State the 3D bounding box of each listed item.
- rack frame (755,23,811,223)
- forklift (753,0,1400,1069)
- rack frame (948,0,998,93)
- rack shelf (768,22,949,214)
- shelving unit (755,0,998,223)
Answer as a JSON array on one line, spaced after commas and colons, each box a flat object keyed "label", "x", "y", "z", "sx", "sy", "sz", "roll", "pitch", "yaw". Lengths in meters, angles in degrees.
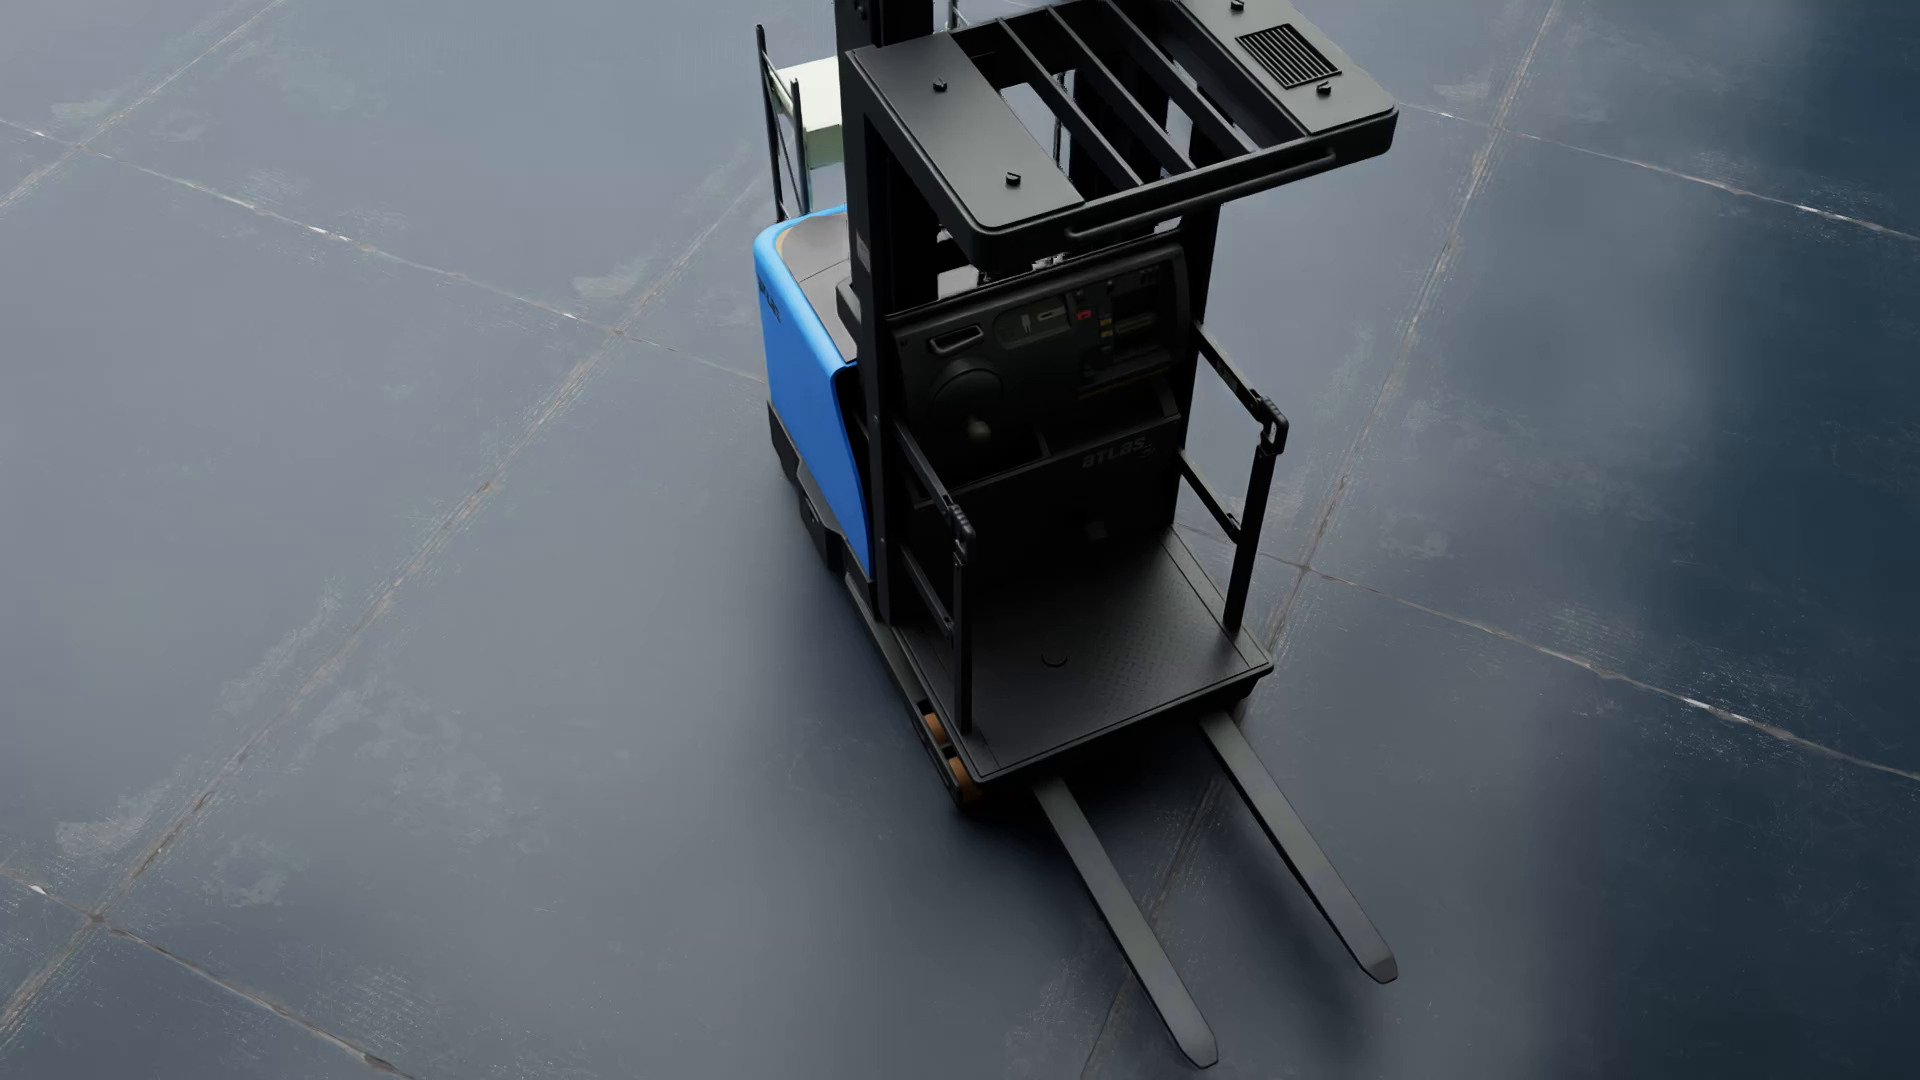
[{"label": "rack frame", "x": -0.621, "y": -1.171, "z": 6.254, "sx": 0.023, "sy": 1.500, "sz": 0.400, "roll": -18, "pitch": 51, "yaw": -15}, {"label": "forklift", "x": 0.344, "y": -0.465, "z": 4.721, "sx": 1.130, "sy": 2.935, "sz": 3.031, "roll": -20, "pitch": 52, "yaw": -16}, {"label": "rack frame", "x": 0.051, "y": -1.391, "z": 6.441, "sx": 0.023, "sy": 1.500, "sz": 0.400, "roll": -18, "pitch": 51, "yaw": -15}, {"label": "rack shelf", "x": -0.289, "y": -1.541, "z": 6.056, "sx": 0.720, "sy": 0.370, "sz": 0.431, "roll": -18, "pitch": 51, "yaw": -15}, {"label": "shelving unit", "x": -0.285, "y": -1.281, "z": 6.348, "sx": 0.755, "sy": 1.500, "sz": 0.431, "roll": -18, "pitch": 51, "yaw": -15}]
